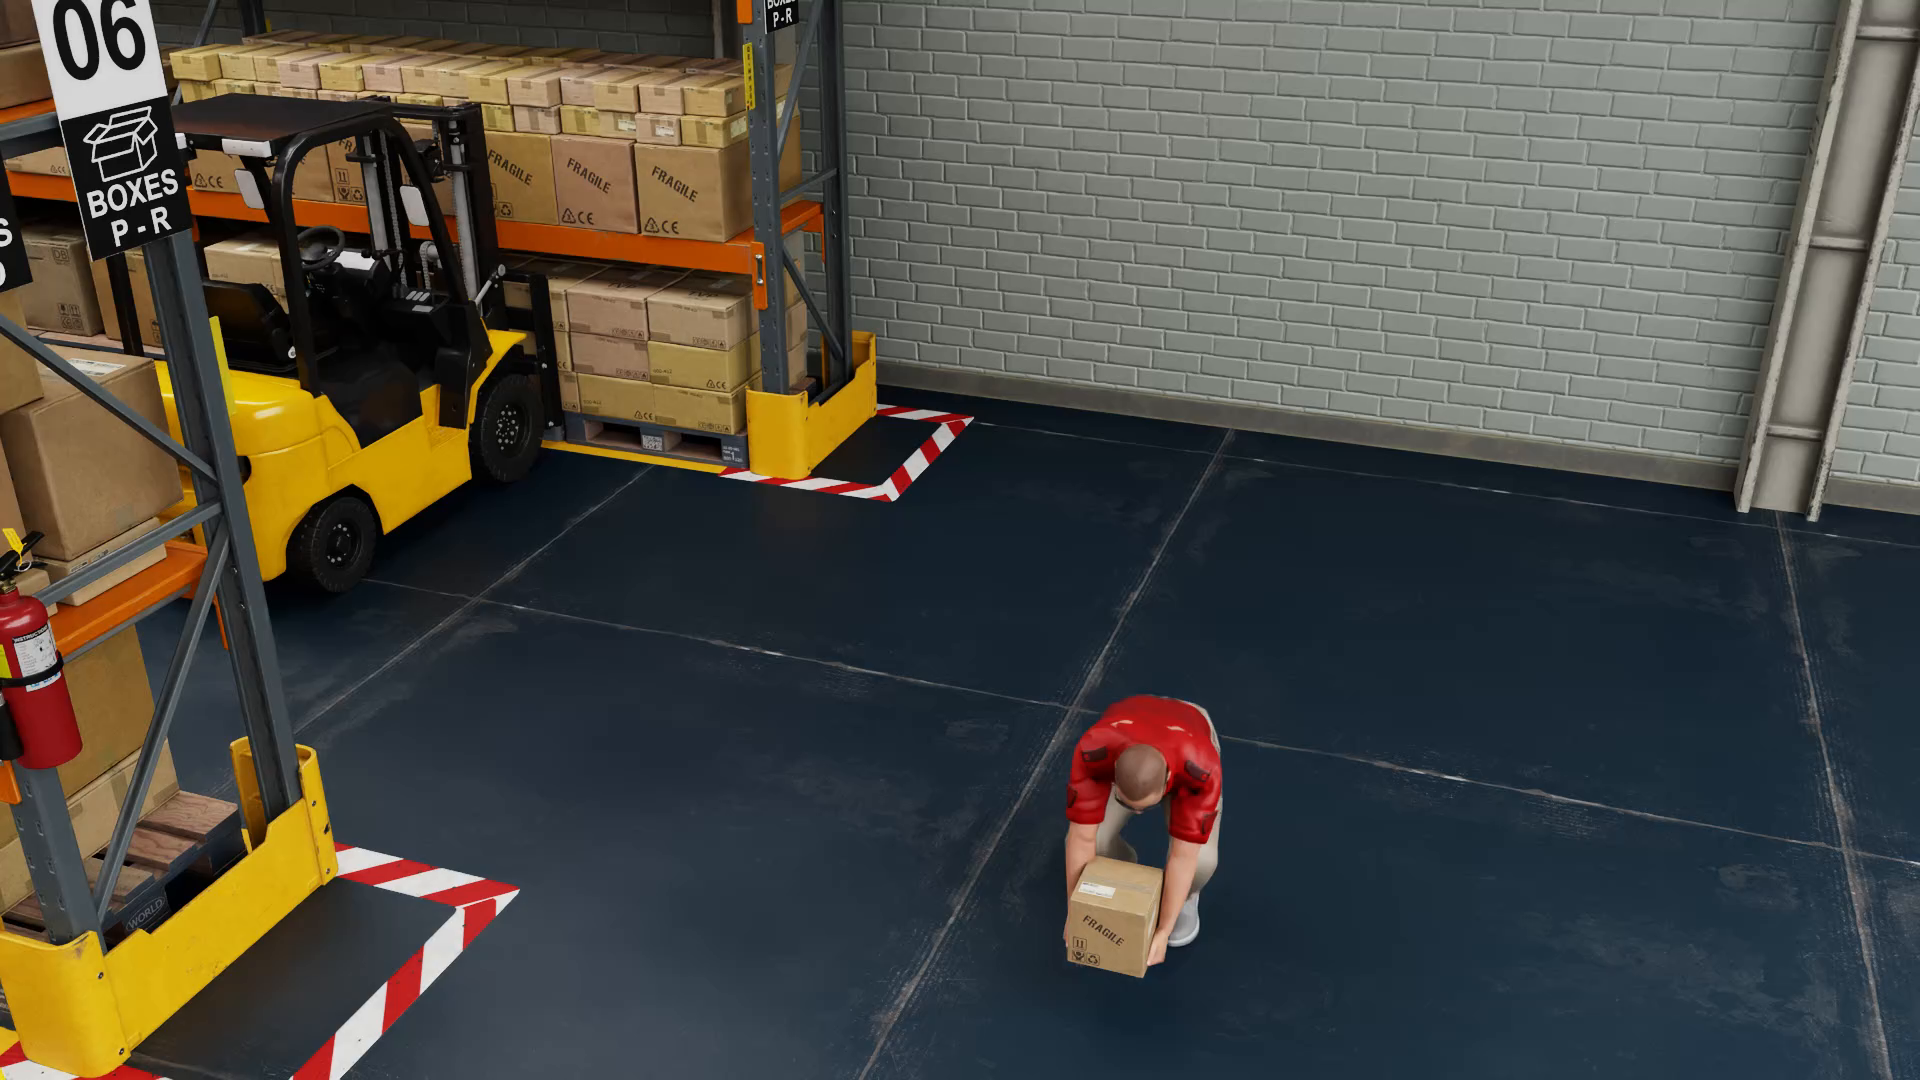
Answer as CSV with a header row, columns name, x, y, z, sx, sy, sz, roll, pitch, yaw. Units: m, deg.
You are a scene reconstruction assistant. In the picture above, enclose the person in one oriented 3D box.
name,x,y,z,sx,sy,sz,roll,pitch,yaw
person,0.621,0.926,5.579,0.523,0.973,0.907,8,27,16
